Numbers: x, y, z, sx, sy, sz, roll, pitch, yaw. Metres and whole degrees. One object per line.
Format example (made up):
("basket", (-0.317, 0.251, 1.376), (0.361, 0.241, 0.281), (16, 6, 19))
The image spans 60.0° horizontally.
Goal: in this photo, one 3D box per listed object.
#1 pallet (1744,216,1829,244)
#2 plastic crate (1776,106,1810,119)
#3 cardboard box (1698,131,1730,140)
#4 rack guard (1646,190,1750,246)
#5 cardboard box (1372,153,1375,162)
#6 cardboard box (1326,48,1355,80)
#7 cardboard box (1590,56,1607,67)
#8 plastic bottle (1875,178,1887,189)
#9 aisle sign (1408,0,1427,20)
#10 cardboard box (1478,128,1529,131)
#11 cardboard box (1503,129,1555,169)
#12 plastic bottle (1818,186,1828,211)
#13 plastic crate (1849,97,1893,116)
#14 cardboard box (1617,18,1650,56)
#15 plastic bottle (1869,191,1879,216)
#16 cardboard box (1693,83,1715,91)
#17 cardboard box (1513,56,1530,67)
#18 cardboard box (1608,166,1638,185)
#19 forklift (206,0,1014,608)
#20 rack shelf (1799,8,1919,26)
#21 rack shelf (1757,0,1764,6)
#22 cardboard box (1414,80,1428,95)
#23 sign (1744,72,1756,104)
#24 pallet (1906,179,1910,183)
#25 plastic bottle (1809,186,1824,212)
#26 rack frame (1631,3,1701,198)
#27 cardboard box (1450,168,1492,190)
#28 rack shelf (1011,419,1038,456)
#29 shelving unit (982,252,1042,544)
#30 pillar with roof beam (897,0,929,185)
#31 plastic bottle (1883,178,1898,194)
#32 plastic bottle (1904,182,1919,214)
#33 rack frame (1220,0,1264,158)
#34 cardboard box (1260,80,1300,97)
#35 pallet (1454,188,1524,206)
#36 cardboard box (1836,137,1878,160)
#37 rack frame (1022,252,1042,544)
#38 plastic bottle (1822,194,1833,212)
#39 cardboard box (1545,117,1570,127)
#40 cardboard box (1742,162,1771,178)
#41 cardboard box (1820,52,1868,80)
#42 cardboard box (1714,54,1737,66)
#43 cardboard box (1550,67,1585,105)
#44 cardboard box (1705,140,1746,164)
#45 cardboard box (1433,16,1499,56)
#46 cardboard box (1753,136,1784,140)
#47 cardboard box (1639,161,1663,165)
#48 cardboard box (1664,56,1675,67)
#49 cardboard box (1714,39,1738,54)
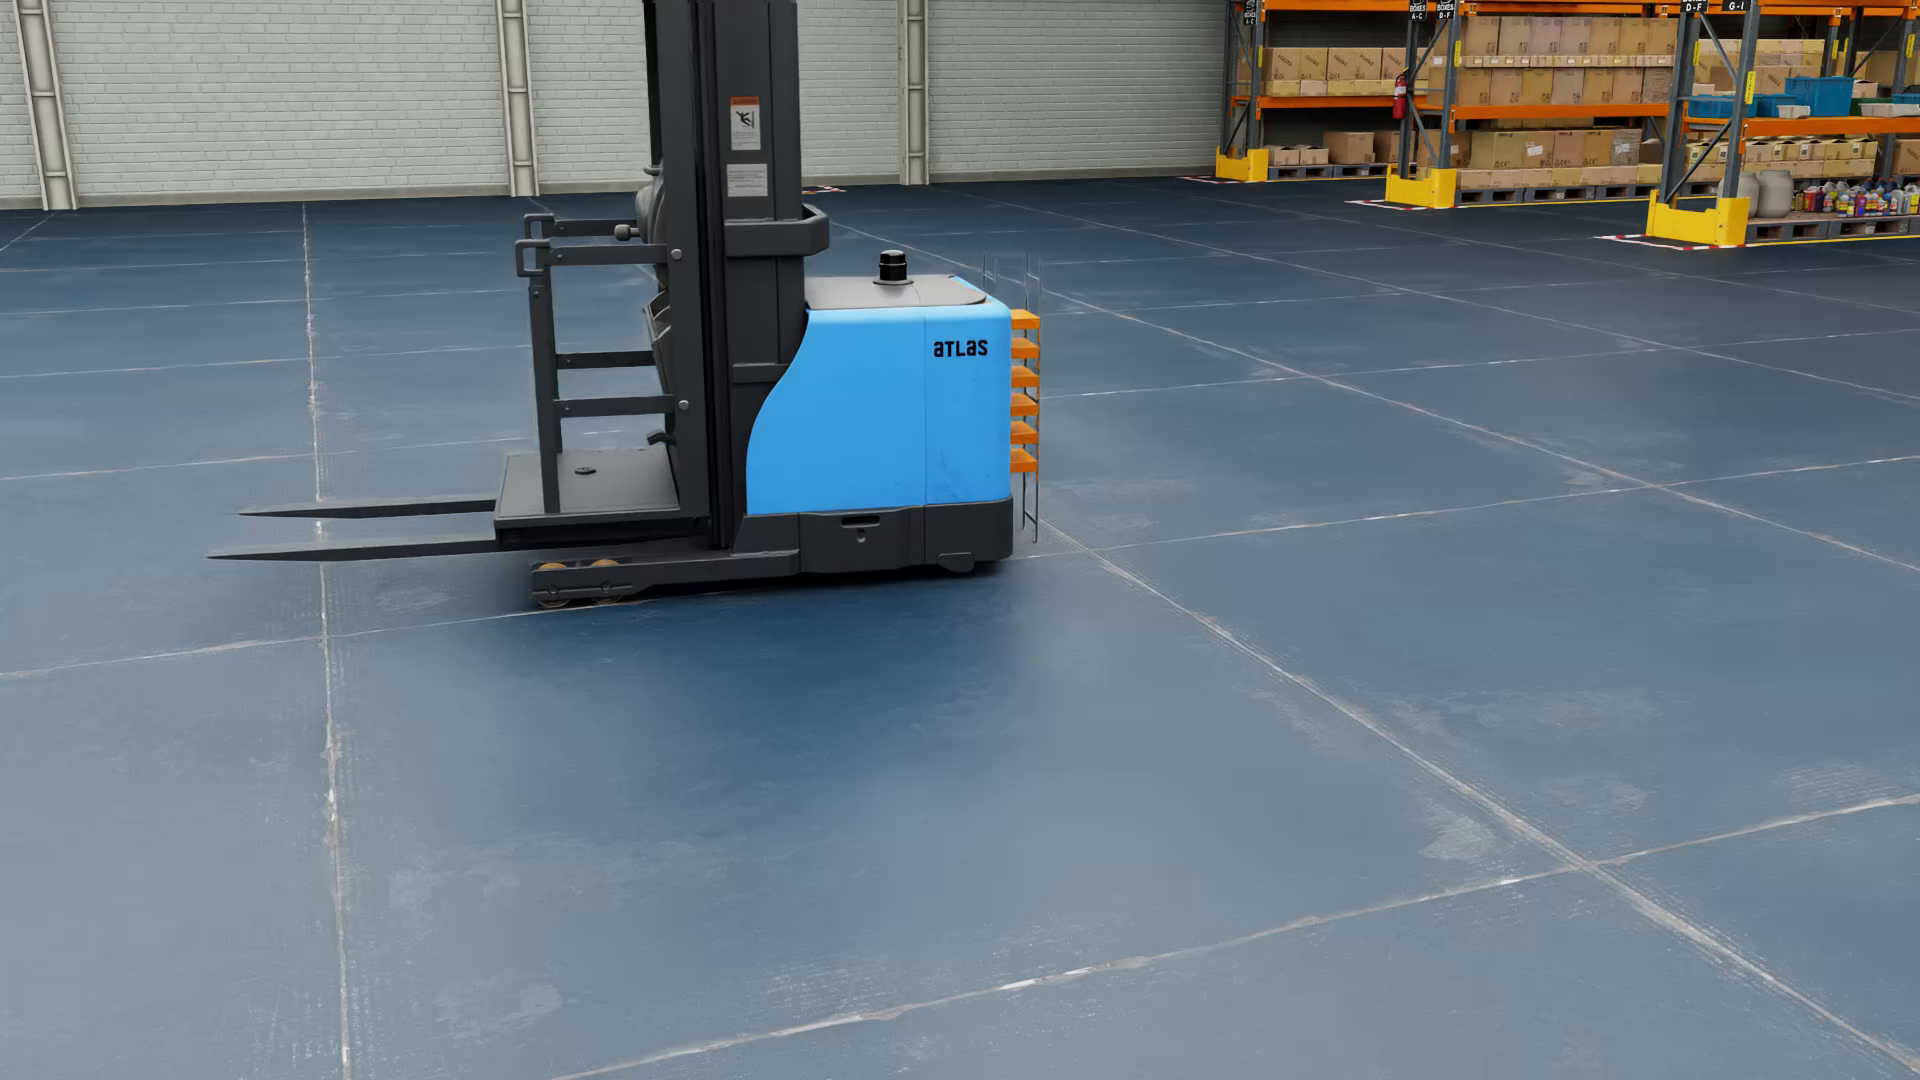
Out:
("pallet", (8.897, -3.511, 18.681), (1.213, 0.211, 1.003), (-6, 17, -20))
("plastic crate", (9.033, -4.628, 18.002), (0.250, 0.136, 0.298), (-6, 17, -20))
("cardboard box", (13.561, -7.458, 30.243), (0.750, 0.750, 0.750), (-6, 17, -20))
("rack guard", (8.136, -3.570, 18.366), (0.348, 0.500, 1.175), (-6, 17, -20))
("cardboard box", (6.771, -6.446, 28.004), (0.250, 0.149, 0.380), (-8, 18, -25))
("cardboard box", (6.040, -7.720, 26.962), (0.500, 0.500, 0.500), (-7, 18, -22))
("cardboard box", (8.685, -6.604, 22.933), (0.250, 0.149, 0.380), (-6, 17, -18))
("plastic bottle", (10.915, -4.120, 19.725), (0.185, 0.351, 0.144), (-6, 17, -19))
("aisle sign", (6.147, -7.370, 22.260), (0.004, 0.787, 0.394), (-6, 17, -20))
("cardboard box", (7.636, -5.532, 23.415), (0.500, 0.500, 0.500), (-6, 17, -20))
("cardboard box", (7.822, -5.395, 22.949), (0.500, 0.500, 0.500), (-6, 17, -20))
("plastic bottle", (10.015, -3.986, 19.401), (0.135, 0.276, 0.152), (-7, 18, -22))
("plastic crate", (10.449, -4.988, 19.136), (0.662, 0.188, 0.450), (-6, 17, -20))
("cardboard box", (9.165, -7.029, 23.229), (0.500, 0.500, 0.700), (-6, 17, -20))
("plastic bottle", (10.300, -3.796, 18.764), (0.097, 0.271, 0.097), (0, 16, 0))
("cardboard box", (10.803, -6.528, 24.244), (0.258, 0.266, 0.396), (-7, 18, -21))
("cardboard box", (7.472, -6.472, 22.484), (0.250, 0.149, 0.380), (-6, 18, -21))
("cardboard box", (9.223, -5.186, 23.569), (0.500, 0.250, 0.500), (-6, 17, -20))
("forklift", (-1.359, -1.315, 6.375), (3.031, 2.935, 1.130), (-4, 17, -12))
("rack shelf", (17.610, -9.861, 31.308), (4.000, 0.370, 1.077), (-6, 17, -20))
("rack shelf", (9.950, -6.045, 18.311), (4.000, 0.370, 1.077), (-6, 17, -20))
("cardboard box", (7.470, -7.521, 27.616), (0.500, 0.250, 0.500), (-6, 17, -20))
("sign", (8.275, -4.736, 17.413), (0.005, 0.325, 0.100), (-6, 17, -20))
("pallet", (15.631, -5.708, 26.162), (1.213, 0.211, 1.003), (-6, 17, -20))
("plastic bottle", (9.924, -3.947, 19.257), (0.133, 0.283, 0.061), (-6, 17, -20))
("rack frame", (10.048, -6.456, 23.759), (0.127, 3.000, 1.000), (-6, 17, -20))
("cardboard box", (6.893, -4.930, 22.698), (0.500, 0.250, 0.500), (-6, 17, -20))
("rack shelf", (0.211, -0.430, 7.015), (0.180, 0.103, 0.258), (-4, 17, -12))
("shelving unit", (0.211, -0.587, 6.969), (0.189, 1.200, 0.258), (-4, 17, -12))
("pillar with roof beam", (0.819, -8.794, 21.075), (0.400, 9.000, 9.100), (-6, 17, -20))
("plastic bottle", (10.966, -4.082, 19.596), (0.185, 0.351, 0.144), (-6, 17, -20))
("plastic bottle", (10.838, -3.900, 18.974), (0.185, 0.351, 0.144), (-6, 17, -20))
("rack frame", (4.537, -7.355, 26.822), (0.127, 3.000, 1.000), (-6, 17, -20))
("cardboard box", (5.106, -7.259, 26.724), (0.500, 0.250, 0.500), (-7, 18, -22))
("pallet", (7.012, -4.803, 23.078), (1.213, 0.211, 1.003), (-6, 17, -20))
("cardboard box", (13.382, -5.893, 24.981), (0.500, 0.311, 0.500), (-6, 17, -19))
("rack frame", (0.301, -0.593, 6.988), (0.006, 1.200, 0.240), (-4, 17, -12))
("plastic bottle", (10.077, -3.919, 19.306), (0.097, 0.201, 0.097), (0, 16, 0))
("cardboard box", (10.320, -7.353, 29.139), (0.500, 0.250, 0.500), (-6, 17, -20))
("cardboard box", (11.474, -5.418, 24.358), (0.500, 0.250, 0.500), (-7, 18, -22))
("cardboard box", (16.255, -8.760, 31.072), (0.700, 0.700, 0.980), (-6, 17, -19))
("cardboard box", (13.509, -8.444, 29.788), (0.500, 0.500, 0.500), (-6, 17, -20))
("cardboard box", (8.198, -6.301, 23.054), (0.500, 0.500, 0.700), (-6, 17, -18))
("cardboard box", (10.993, -5.632, 24.094), (0.500, 0.311, 0.500), (-6, 18, -21))
("cardboard box", (6.803, -6.772, 22.355), (0.500, 0.500, 0.700), (-6, 17, -20))
("cardboard box", (12.225, -5.929, 25.103), (0.500, 0.311, 0.500), (-7, 18, -22))
("cardboard box", (10.332, -5.456, 24.489), (0.500, 0.250, 0.500), (-6, 18, -21))
("cardboard box", (9.871, -6.731, 23.368), (0.250, 0.149, 0.380), (-6, 17, -20))
("cardboard box", (13.491, -8.806, 29.690), (0.500, 0.250, 0.500), (-6, 17, -20))
